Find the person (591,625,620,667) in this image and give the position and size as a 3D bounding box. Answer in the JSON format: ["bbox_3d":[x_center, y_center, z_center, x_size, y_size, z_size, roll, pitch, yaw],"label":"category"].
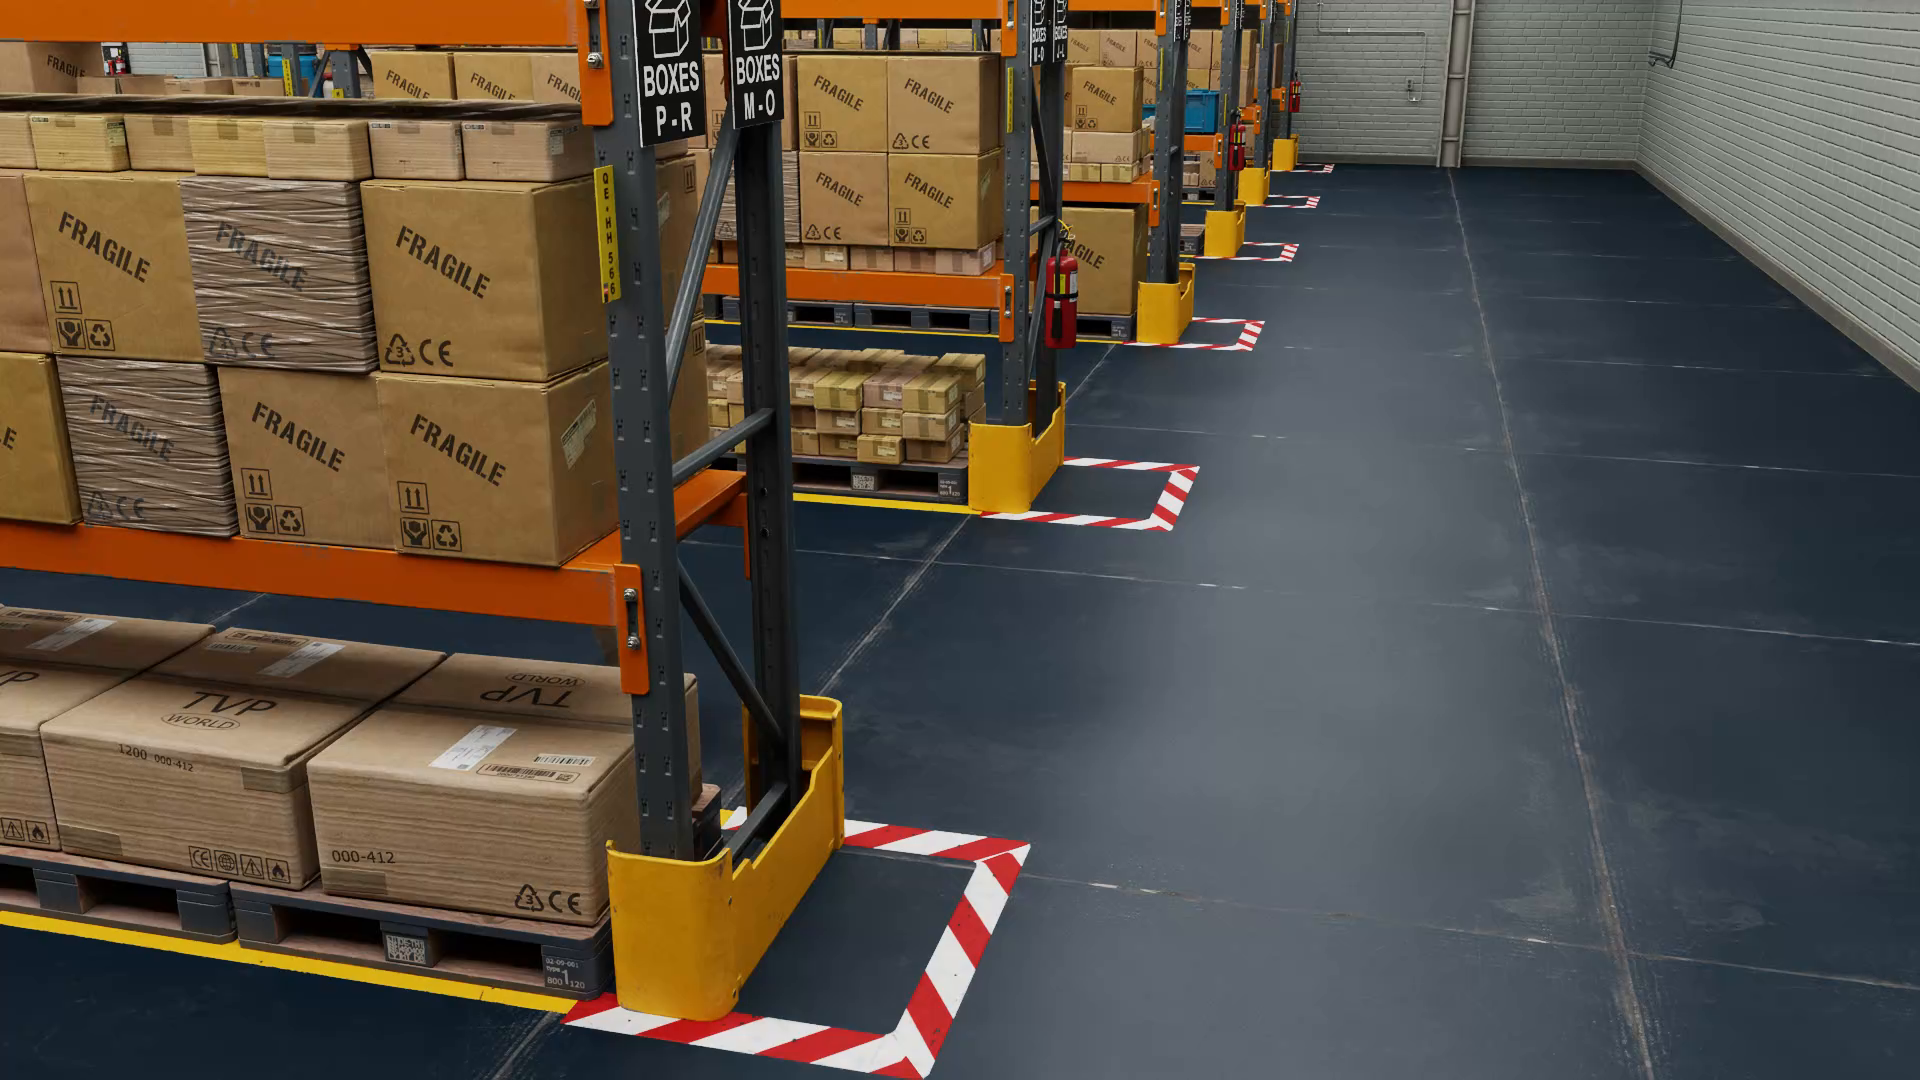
[{"bbox_3d":[-1.362,-0.140,6.439,0.572,1.768,0.494,4,19,13],"label":"person"}]
